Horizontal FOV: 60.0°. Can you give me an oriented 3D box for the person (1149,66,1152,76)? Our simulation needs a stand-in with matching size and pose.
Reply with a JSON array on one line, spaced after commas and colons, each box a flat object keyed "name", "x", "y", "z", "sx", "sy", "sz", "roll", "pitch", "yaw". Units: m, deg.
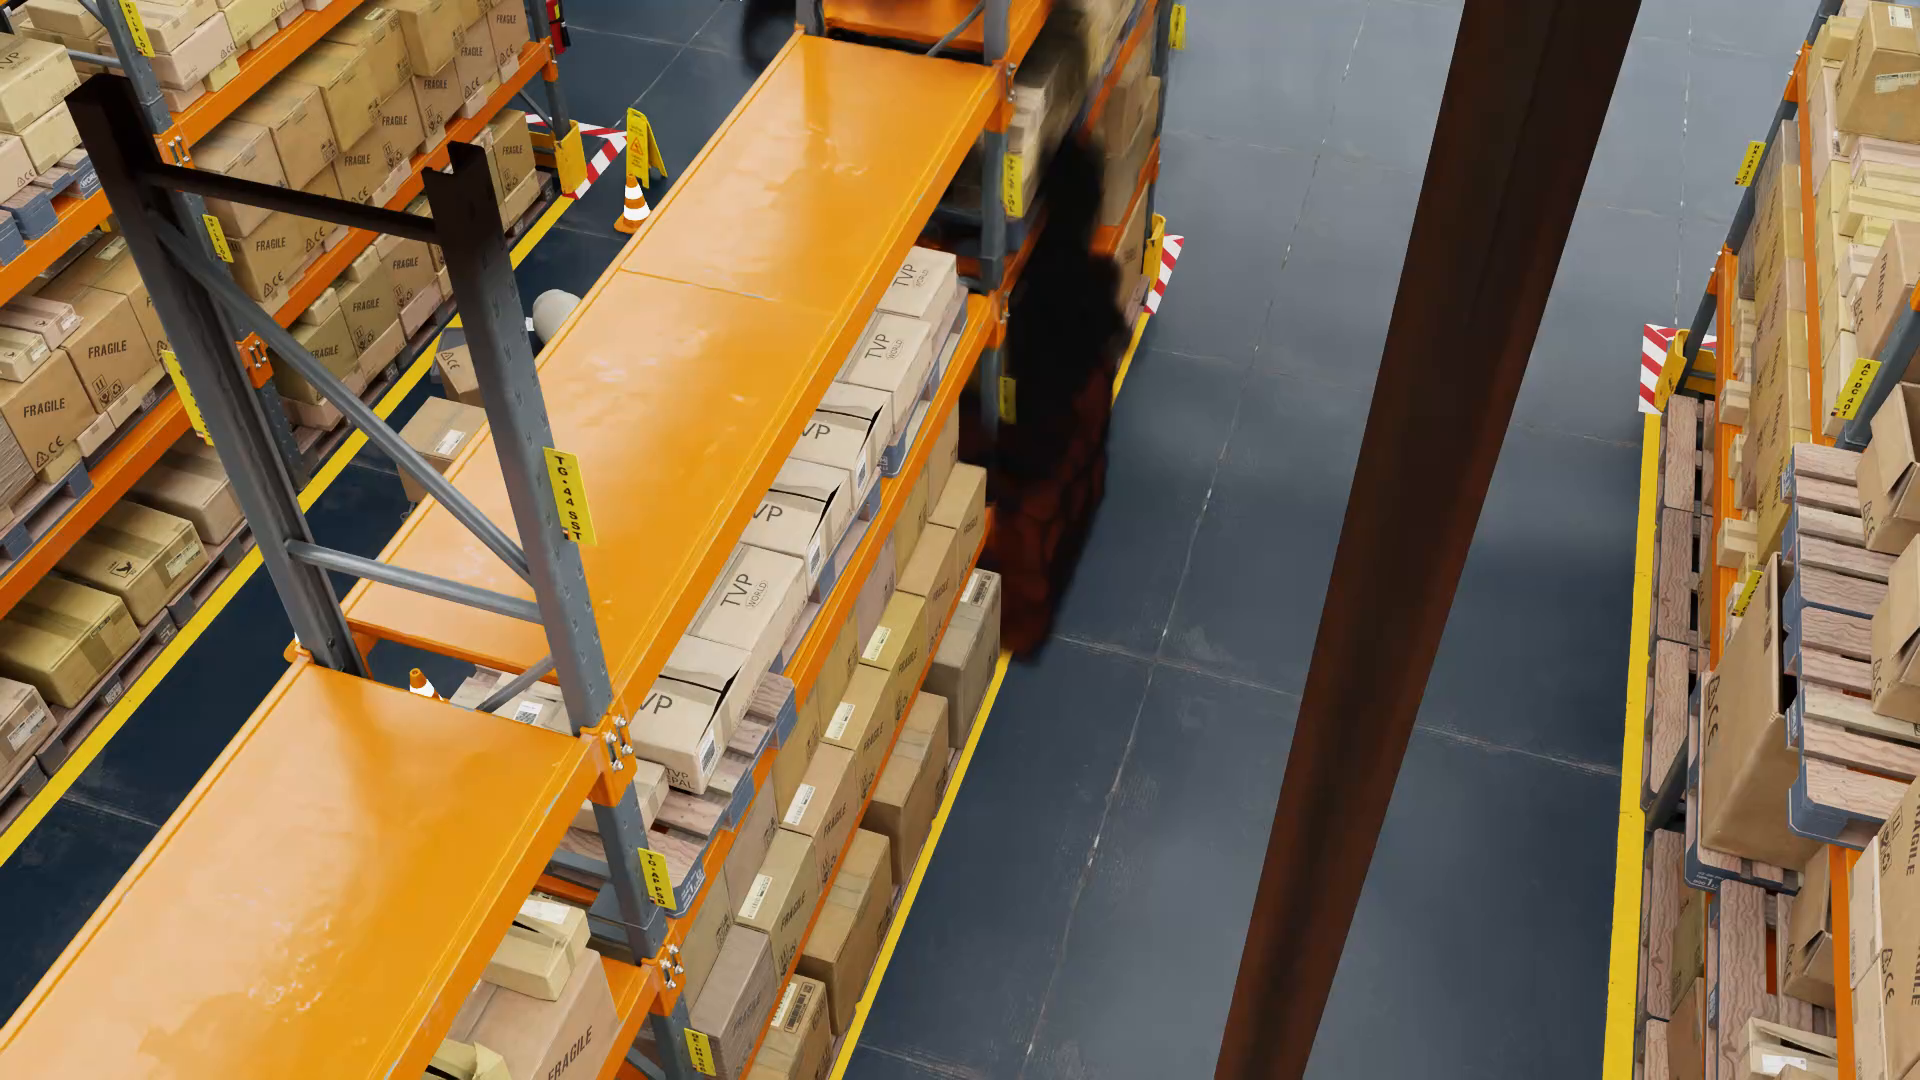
[{"name": "person", "x": 1.439, "y": -4.519, "z": 14.305, "sx": 0.734, "sy": 1.796, "sz": 0.935, "roll": -19, "pitch": 49, "yaw": -18}]
